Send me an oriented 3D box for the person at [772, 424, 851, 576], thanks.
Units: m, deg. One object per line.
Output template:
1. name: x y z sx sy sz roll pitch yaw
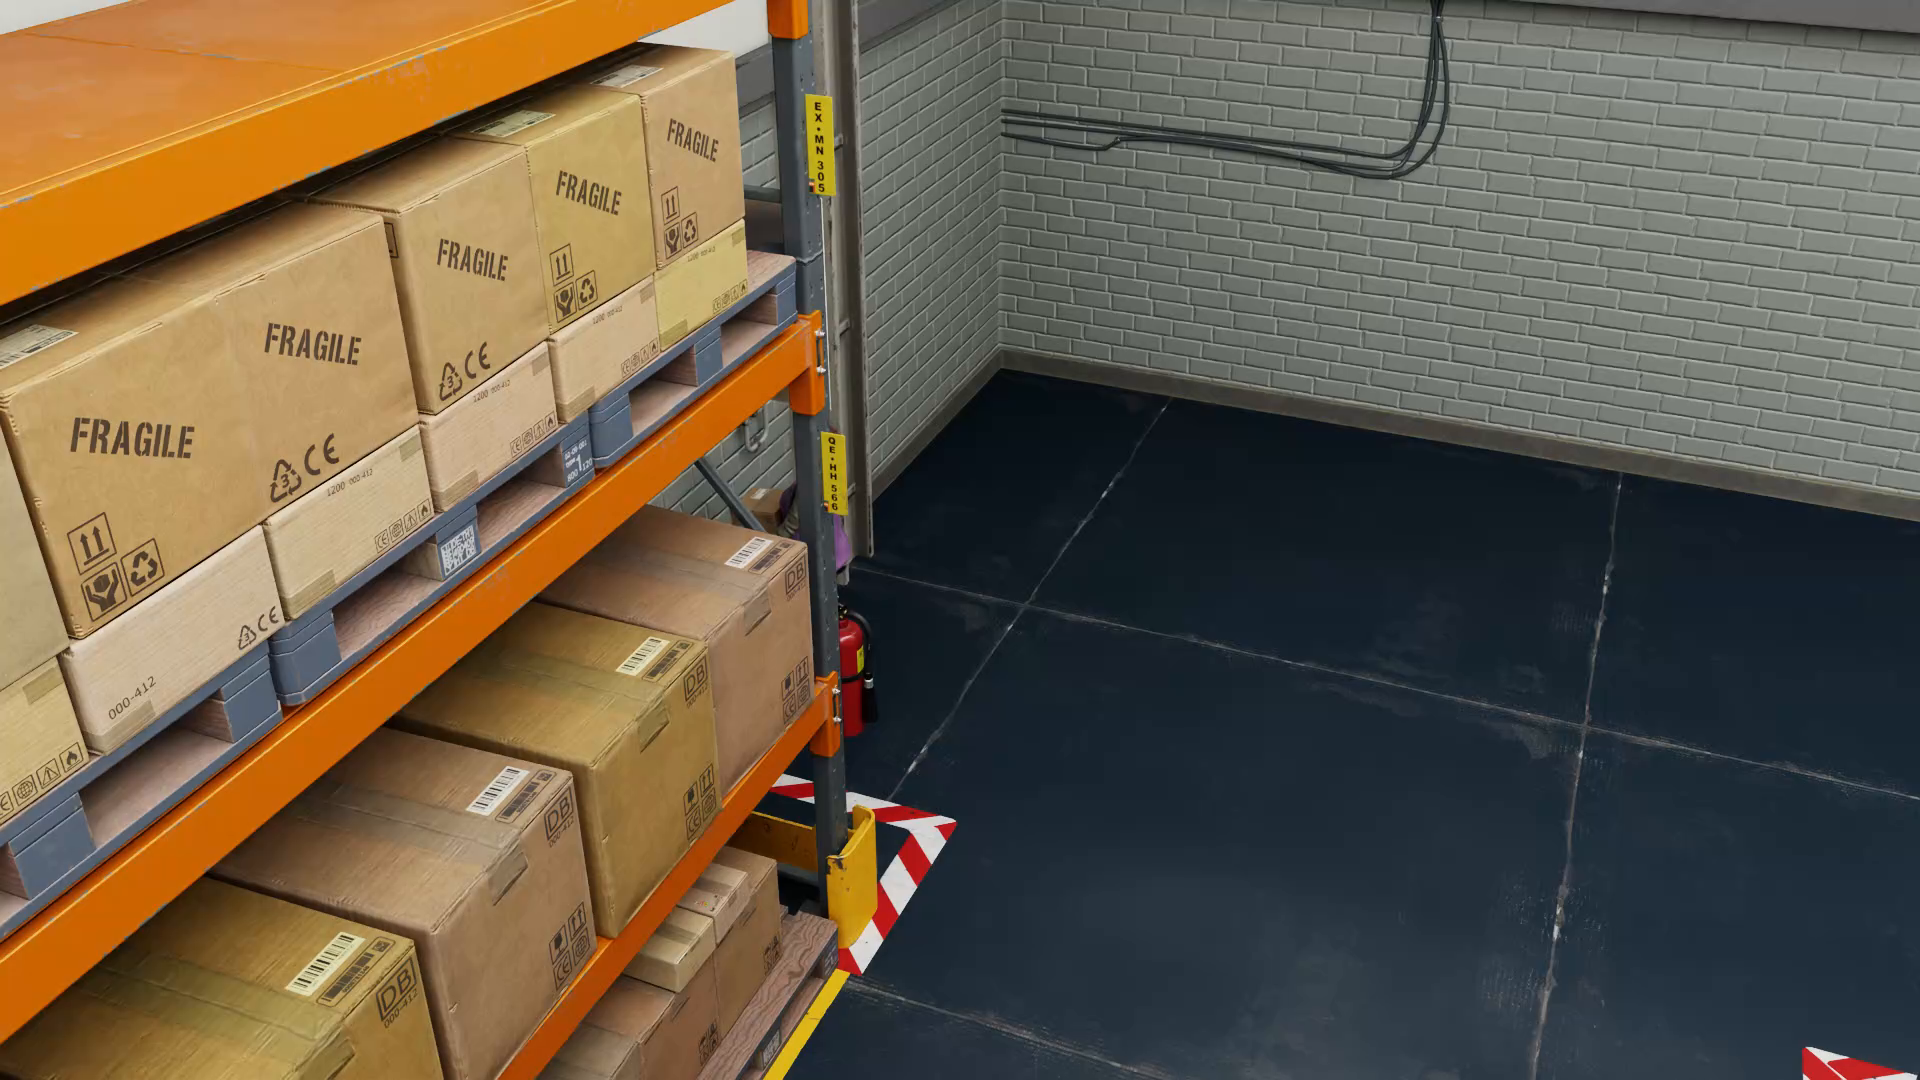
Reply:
1. person: -0.784 0.103 8.222 0.492 1.588 0.406 12 32 19
